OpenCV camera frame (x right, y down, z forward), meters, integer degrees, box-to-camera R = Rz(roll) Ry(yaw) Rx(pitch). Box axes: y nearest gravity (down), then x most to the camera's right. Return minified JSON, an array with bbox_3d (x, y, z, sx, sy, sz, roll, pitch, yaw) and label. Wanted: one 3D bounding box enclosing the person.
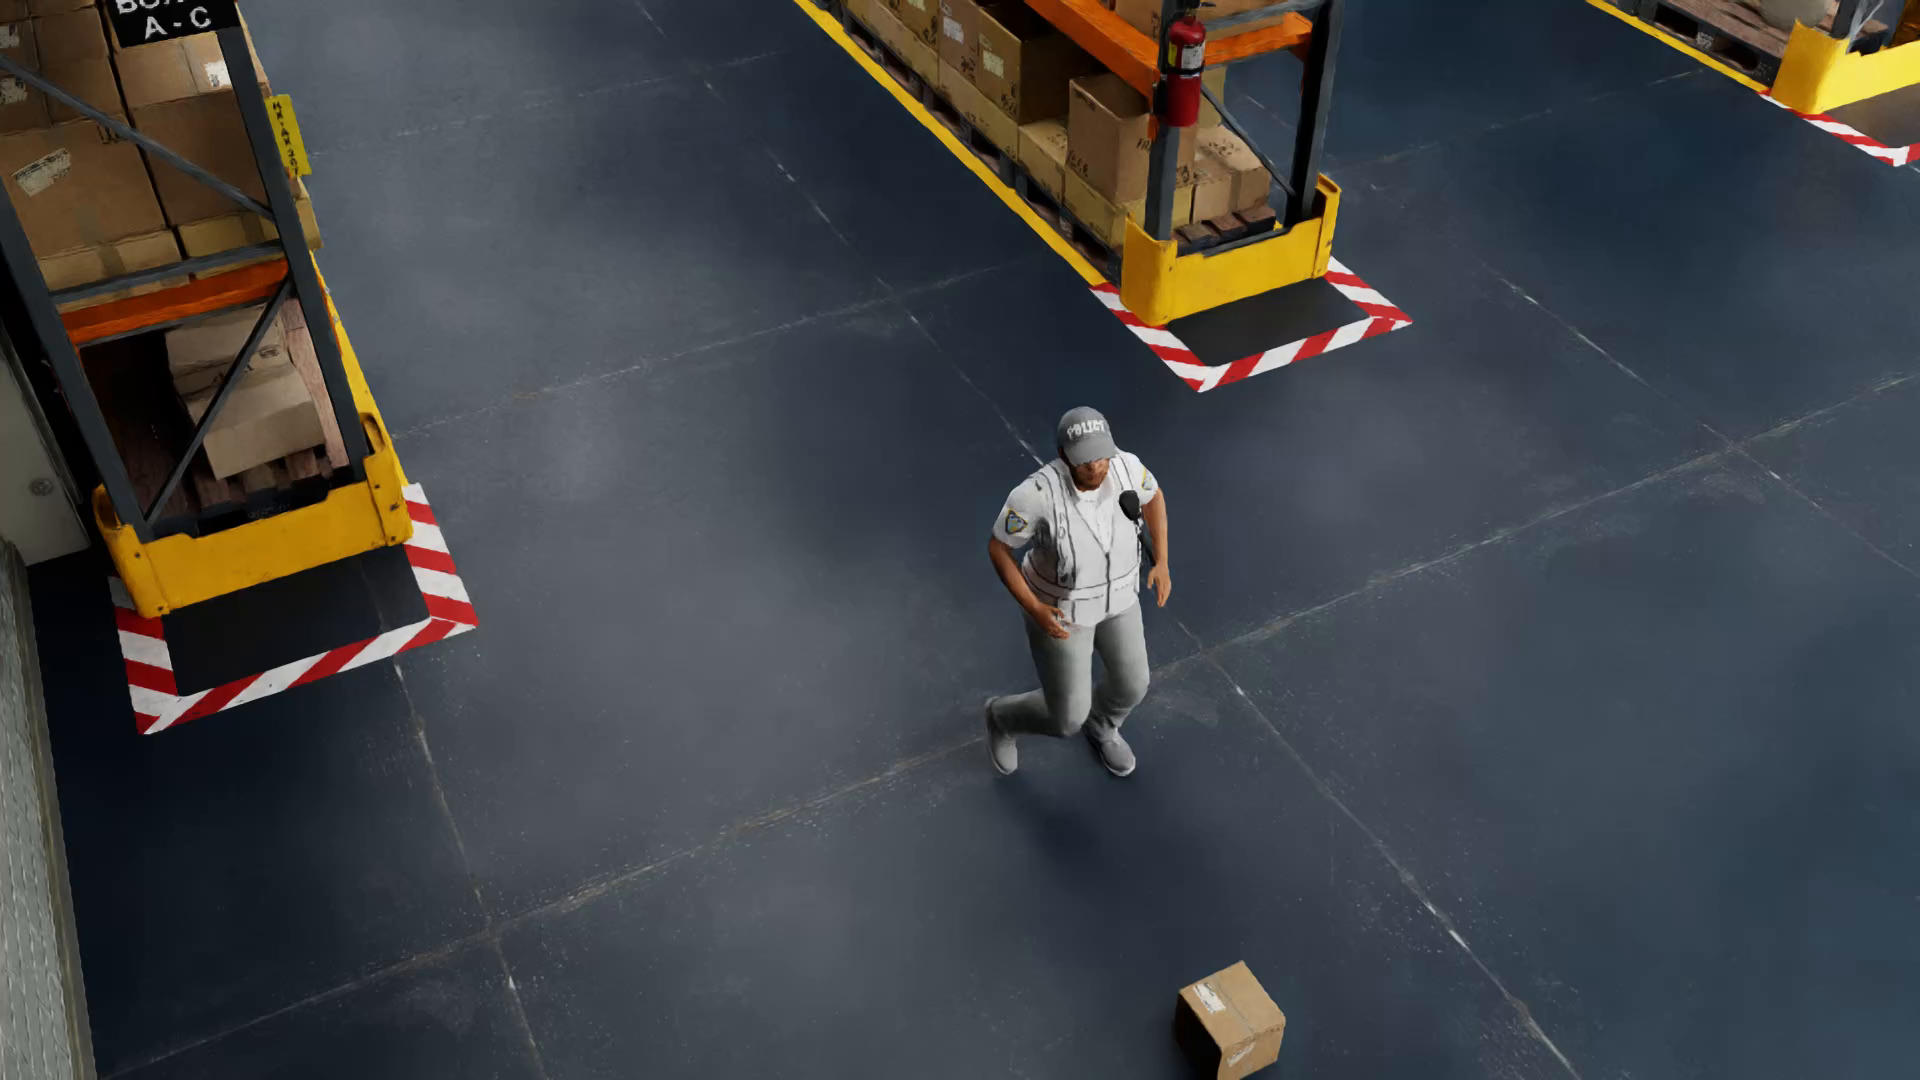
[{"bbox_3d":[0.460,0.227,5.930,0.708,1.636,0.477,-22,46,-23],"label":"person"}]
